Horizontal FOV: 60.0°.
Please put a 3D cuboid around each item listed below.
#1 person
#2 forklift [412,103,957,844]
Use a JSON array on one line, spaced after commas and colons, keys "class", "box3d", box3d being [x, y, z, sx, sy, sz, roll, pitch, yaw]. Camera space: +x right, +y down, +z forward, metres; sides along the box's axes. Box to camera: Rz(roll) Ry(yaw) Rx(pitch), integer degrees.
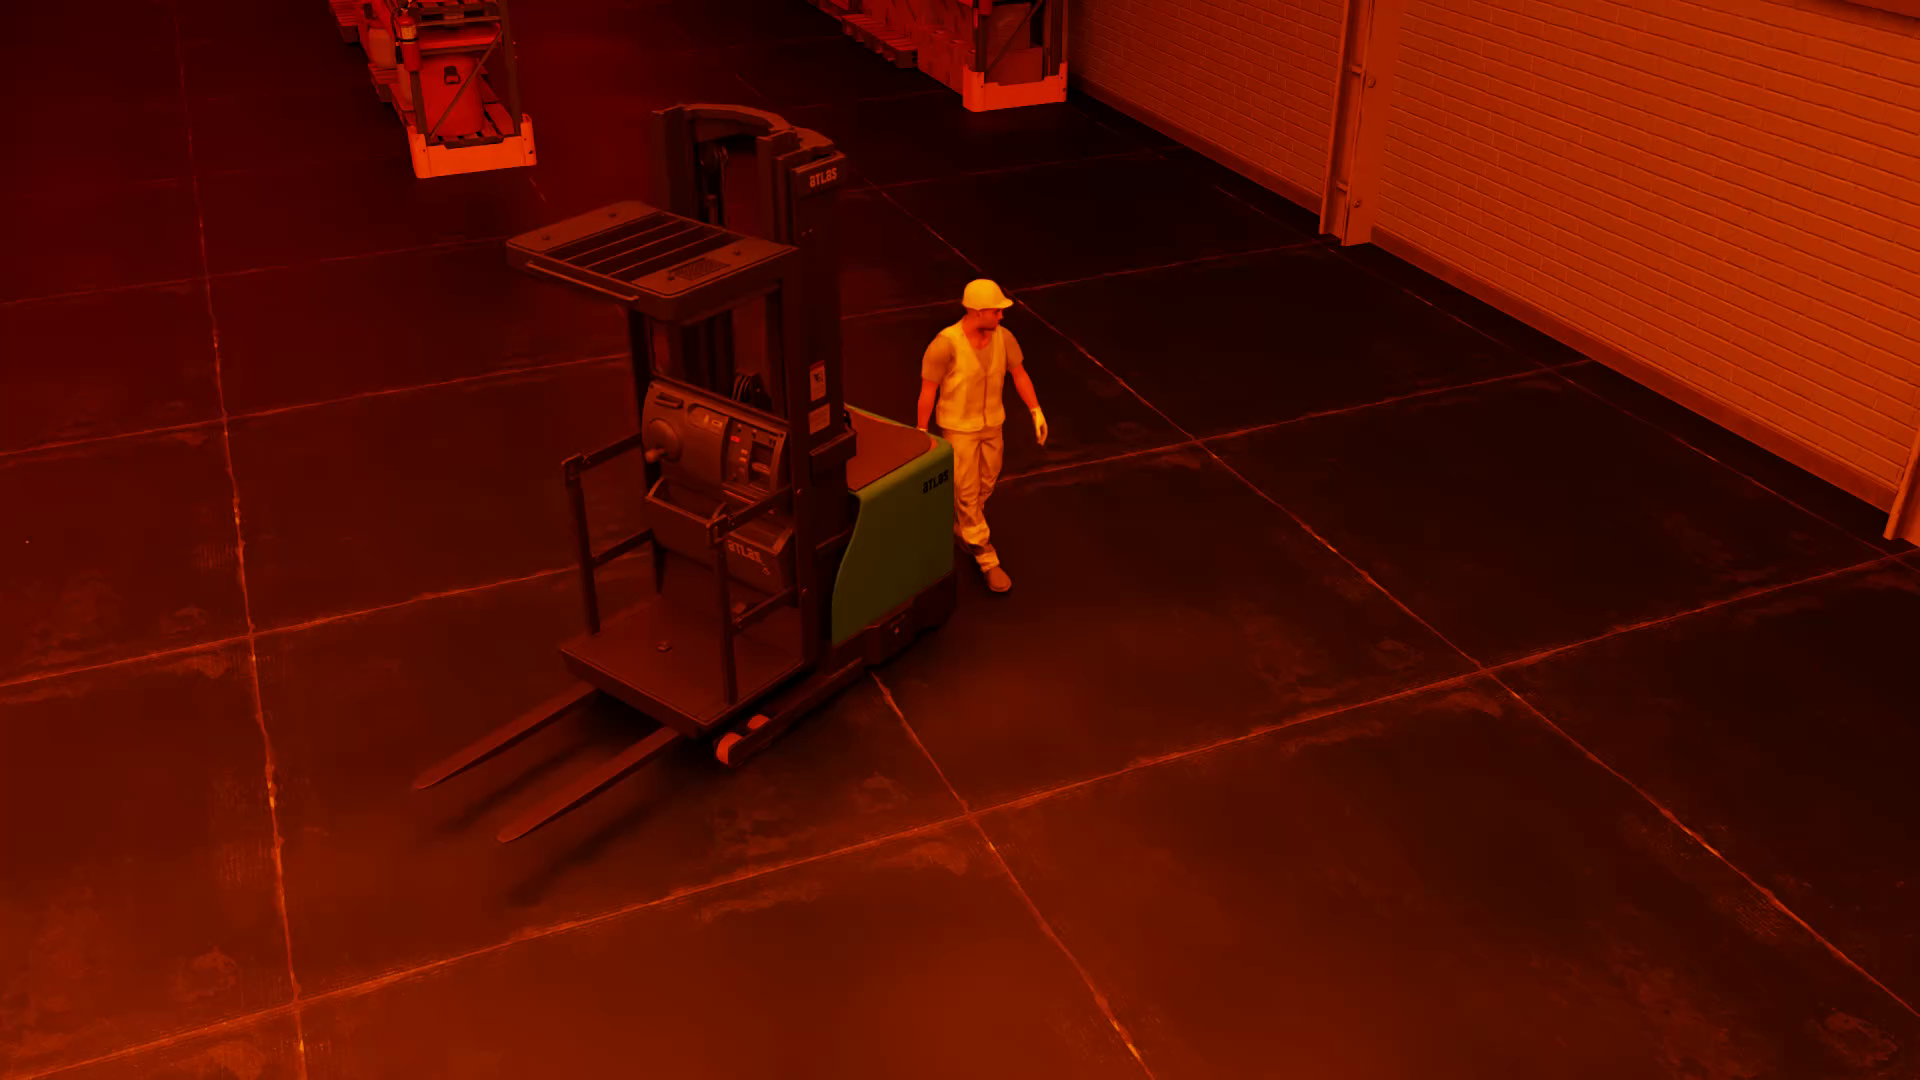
[{"class": "person", "box3d": [0.144, -0.601, 9.357, 0.751, 1.753, 0.789, -19, 35, -30]}, {"class": "forklift", "box3d": [-1.324, -0.440, 7.890, 1.130, 2.935, 3.031, 21, 36, 33]}]
